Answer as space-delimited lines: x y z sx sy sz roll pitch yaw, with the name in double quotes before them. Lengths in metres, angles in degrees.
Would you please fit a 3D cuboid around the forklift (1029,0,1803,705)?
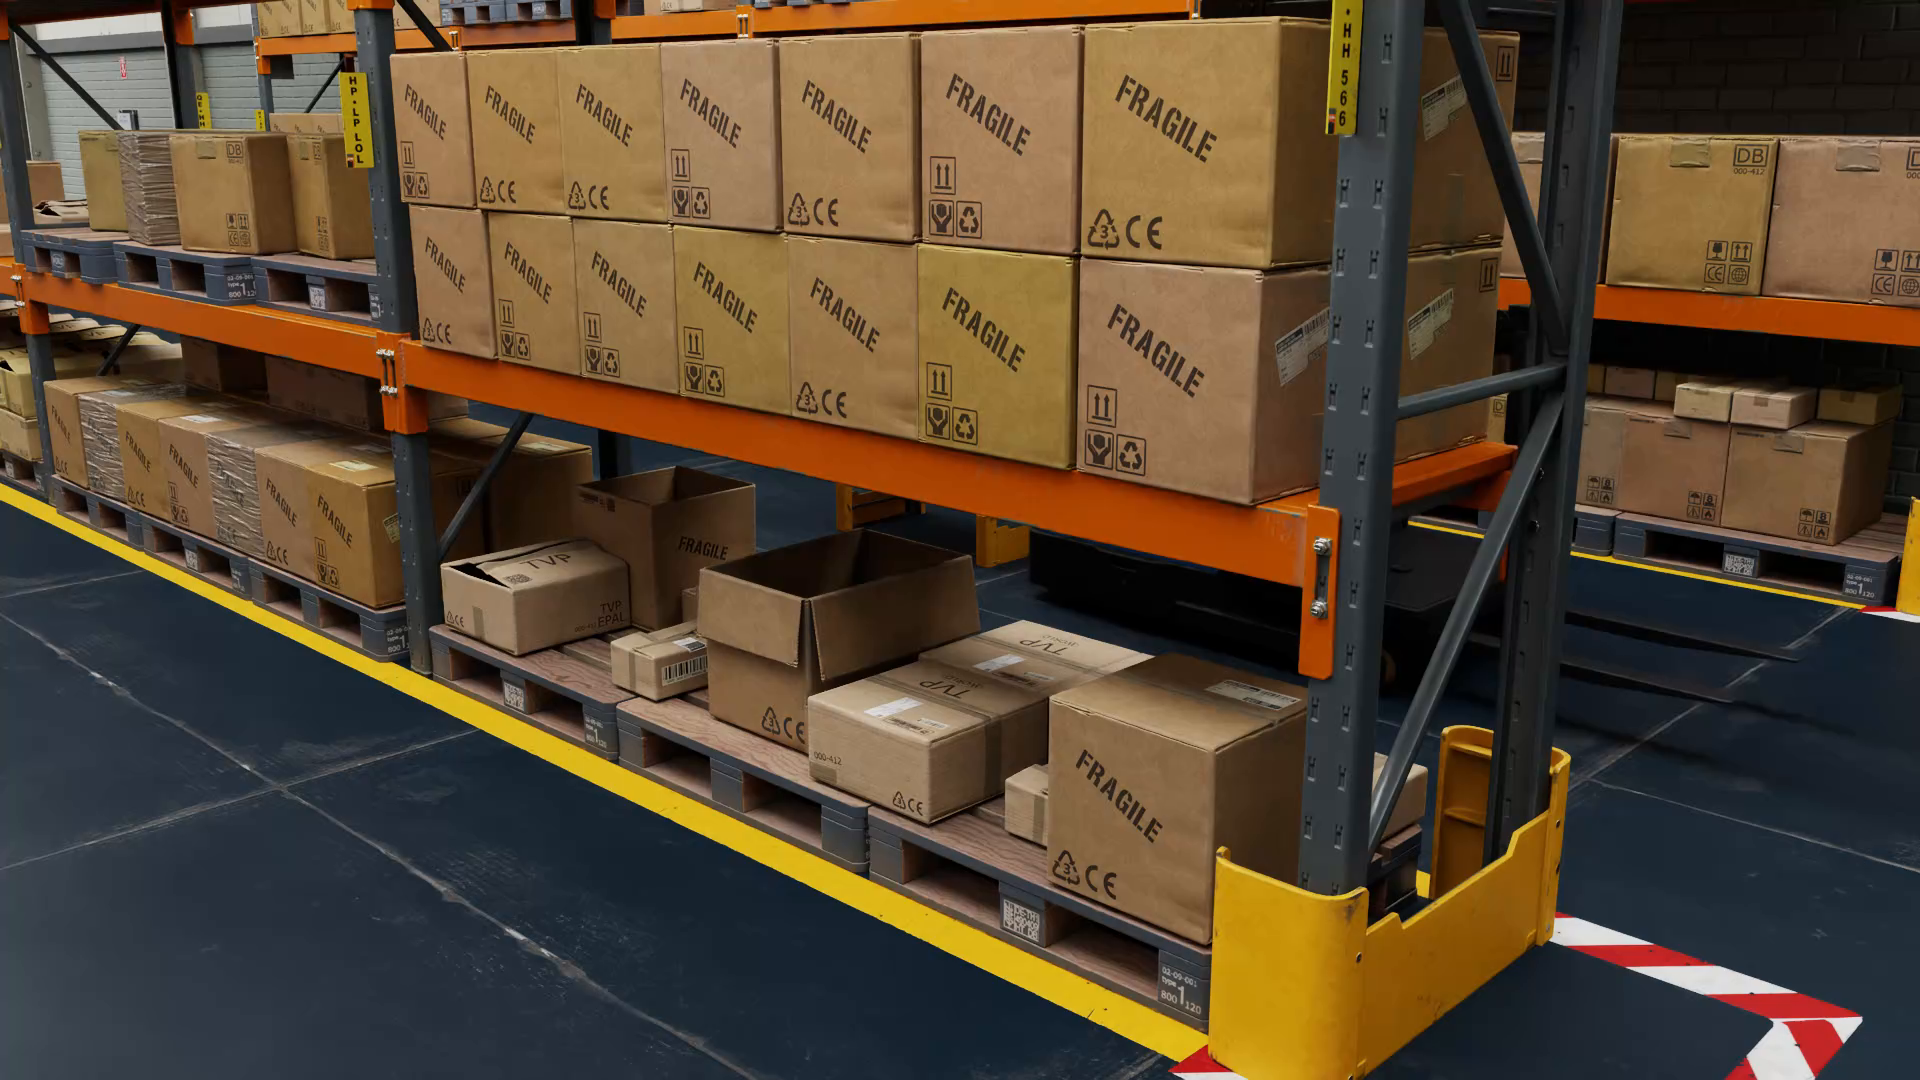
"forklift" 1.707 -0.994 6.434 3.031 2.935 1.130 14 20 43

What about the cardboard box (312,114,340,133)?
"cardboard box" -6.099 -4.004 16.620 0.500 0.500 0.500 13 19 40

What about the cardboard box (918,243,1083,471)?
"cardboard box" 0.245 -0.489 4.163 0.500 0.500 0.500 14 20 43

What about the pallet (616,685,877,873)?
"pallet" -0.371 0.661 5.475 1.213 0.211 1.003 14 20 42

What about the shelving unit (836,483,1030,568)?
"shelving unit" -0.055 -0.739 8.294 1.083 1.500 0.587 14 20 42

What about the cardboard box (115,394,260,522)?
"cardboard box" -3.759 -0.414 8.159 0.500 0.500 0.500 13 20 41

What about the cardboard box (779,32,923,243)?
"cardboard box" -0.120 -1.060 4.371 0.500 0.500 0.500 -14 20 -43

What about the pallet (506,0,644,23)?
"pallet" -2.951 -4.374 13.694 1.003 0.211 1.213 14 20 42

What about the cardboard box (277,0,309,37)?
"cardboard box" -6.521 -5.327 16.741 0.500 0.500 0.500 -13 19 -41

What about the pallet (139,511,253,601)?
"pallet" -3.242 -0.022 8.096 1.213 0.211 1.003 14 20 42

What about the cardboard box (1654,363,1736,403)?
"cardboard box" 3.678 -0.780 8.316 0.250 0.149 0.380 14 20 43

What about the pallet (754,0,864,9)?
"pallet" -0.691 -3.879 11.795 1.213 0.211 1.003 -13 20 -42

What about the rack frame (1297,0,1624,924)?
"rack frame" 1.132 -0.322 3.718 0.127 3.000 1.000 14 20 42

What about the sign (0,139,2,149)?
"sign" -5.010 -2.181 8.557 0.005 0.325 0.100 14 20 42

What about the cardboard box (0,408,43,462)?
"cardboard box" -5.175 -0.642 9.569 0.500 0.250 0.500 -14 20 -43

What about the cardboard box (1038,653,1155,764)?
"cardboard box" 0.578 0.562 4.908 0.500 0.250 0.500 14 20 42

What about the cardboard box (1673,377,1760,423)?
"cardboard box" 3.591 -0.668 7.883 0.380 0.149 0.250 -14 20 -43

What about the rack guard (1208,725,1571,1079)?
"rack guard" 1.077 0.874 4.085 0.348 0.500 1.175 14 20 42

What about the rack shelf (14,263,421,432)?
"rack shelf" -3.187 -1.024 7.839 4.000 0.370 1.077 14 20 42

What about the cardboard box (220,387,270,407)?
"cardboard box" -3.418 -0.514 8.539 0.500 0.500 0.500 13 19 40

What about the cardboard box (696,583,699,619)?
"cardboard box" -0.600 0.246 6.000 0.500 0.311 0.500 14 20 42

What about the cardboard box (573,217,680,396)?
"cardboard box" -0.840 -0.755 5.181 0.500 0.500 0.500 14 20 42

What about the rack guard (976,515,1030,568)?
"rack guard" 0.304 -0.047 8.117 0.087 0.250 0.587 14 20 42

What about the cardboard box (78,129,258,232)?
"cardboard box" -4.095 -1.884 8.682 0.500 0.500 0.700 7 16 24

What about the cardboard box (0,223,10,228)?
"cardboard box" -5.584 -1.813 9.941 0.380 0.149 0.250 -13 19 -40

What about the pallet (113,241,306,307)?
"pallet" -3.224 -1.290 7.813 1.213 0.211 1.003 14 20 42

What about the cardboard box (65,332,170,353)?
"cardboard box" -5.184 -1.101 10.218 0.500 0.311 0.500 13 19 41

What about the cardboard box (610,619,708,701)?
"cardboard box" -0.966 0.399 5.700 0.250 0.166 0.380 14 20 42

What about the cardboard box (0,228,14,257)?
"cardboard box" -5.466 -1.708 9.535 0.250 0.149 0.380 14 20 42

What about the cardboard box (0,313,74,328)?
"cardboard box" -6.279 -1.370 11.247 0.500 0.311 0.500 14 20 42

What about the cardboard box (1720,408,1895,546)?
"cardboard box" 3.994 -0.320 7.834 0.500 0.500 0.700 14 20 42

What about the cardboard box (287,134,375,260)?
"cardboard box" -2.472 -1.506 7.231 0.700 0.500 0.500 -11 18 -35

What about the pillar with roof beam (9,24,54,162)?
"pillar with roof beam" -17.473 -8.278 22.356 0.400 9.000 9.100 14 20 42

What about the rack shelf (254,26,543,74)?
"rack shelf" -5.510 -4.775 16.288 4.000 0.370 1.077 14 20 42

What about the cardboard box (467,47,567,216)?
"cardboard box" -1.232 -1.330 5.408 0.500 0.500 0.500 13 19 40

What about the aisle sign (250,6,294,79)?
"aisle sign" -7.210 -5.238 17.430 0.004 0.787 0.394 14 20 42

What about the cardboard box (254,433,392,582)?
"cardboard box" -2.652 -0.148 7.134 0.500 0.500 0.500 14 20 42

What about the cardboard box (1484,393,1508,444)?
"cardboard box" 2.883 -0.587 8.861 0.700 0.500 0.500 -14 20 -43

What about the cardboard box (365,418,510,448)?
"cardboard box" -2.318 -0.245 7.510 0.500 0.500 0.500 14 20 43

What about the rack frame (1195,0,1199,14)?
"rack frame" 1.688 -1.922 9.858 0.127 3.000 1.000 14 20 42

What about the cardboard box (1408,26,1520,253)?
"cardboard box" 0.996 -0.980 4.061 0.500 0.500 0.500 -14 20 -42

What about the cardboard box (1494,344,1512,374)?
"cardboard box" 2.941 -0.959 9.001 0.250 0.149 0.380 14 20 43

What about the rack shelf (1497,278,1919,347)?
"rack shelf" 3.128 -1.224 8.606 4.000 0.370 1.077 14 20 42

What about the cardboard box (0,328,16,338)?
"cardboard box" -6.274 -1.180 10.519 0.500 0.311 0.500 -14 20 -43

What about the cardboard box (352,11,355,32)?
"cardboard box" -5.386 -5.056 15.700 0.500 0.500 0.500 13 19 40

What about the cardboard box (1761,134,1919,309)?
"cardboard box" 4.194 -1.454 7.469 0.980 0.700 0.700 -13 20 -42

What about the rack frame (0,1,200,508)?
"rack frame" -4.627 -1.722 9.092 0.127 3.000 1.000 14 20 42

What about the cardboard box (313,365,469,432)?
"cardboard box" -2.646 -0.692 7.737 0.500 0.250 0.500 14 20 42

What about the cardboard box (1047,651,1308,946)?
"cardboard box" 0.570 0.624 4.172 0.500 0.500 0.500 14 20 42

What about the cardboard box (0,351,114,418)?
"cardboard box" -5.175 -0.913 9.495 0.500 0.311 0.500 -14 20 -43

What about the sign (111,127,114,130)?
"sign" -12.247 -5.933 24.130 0.331 0.109 0.001 14 20 42
